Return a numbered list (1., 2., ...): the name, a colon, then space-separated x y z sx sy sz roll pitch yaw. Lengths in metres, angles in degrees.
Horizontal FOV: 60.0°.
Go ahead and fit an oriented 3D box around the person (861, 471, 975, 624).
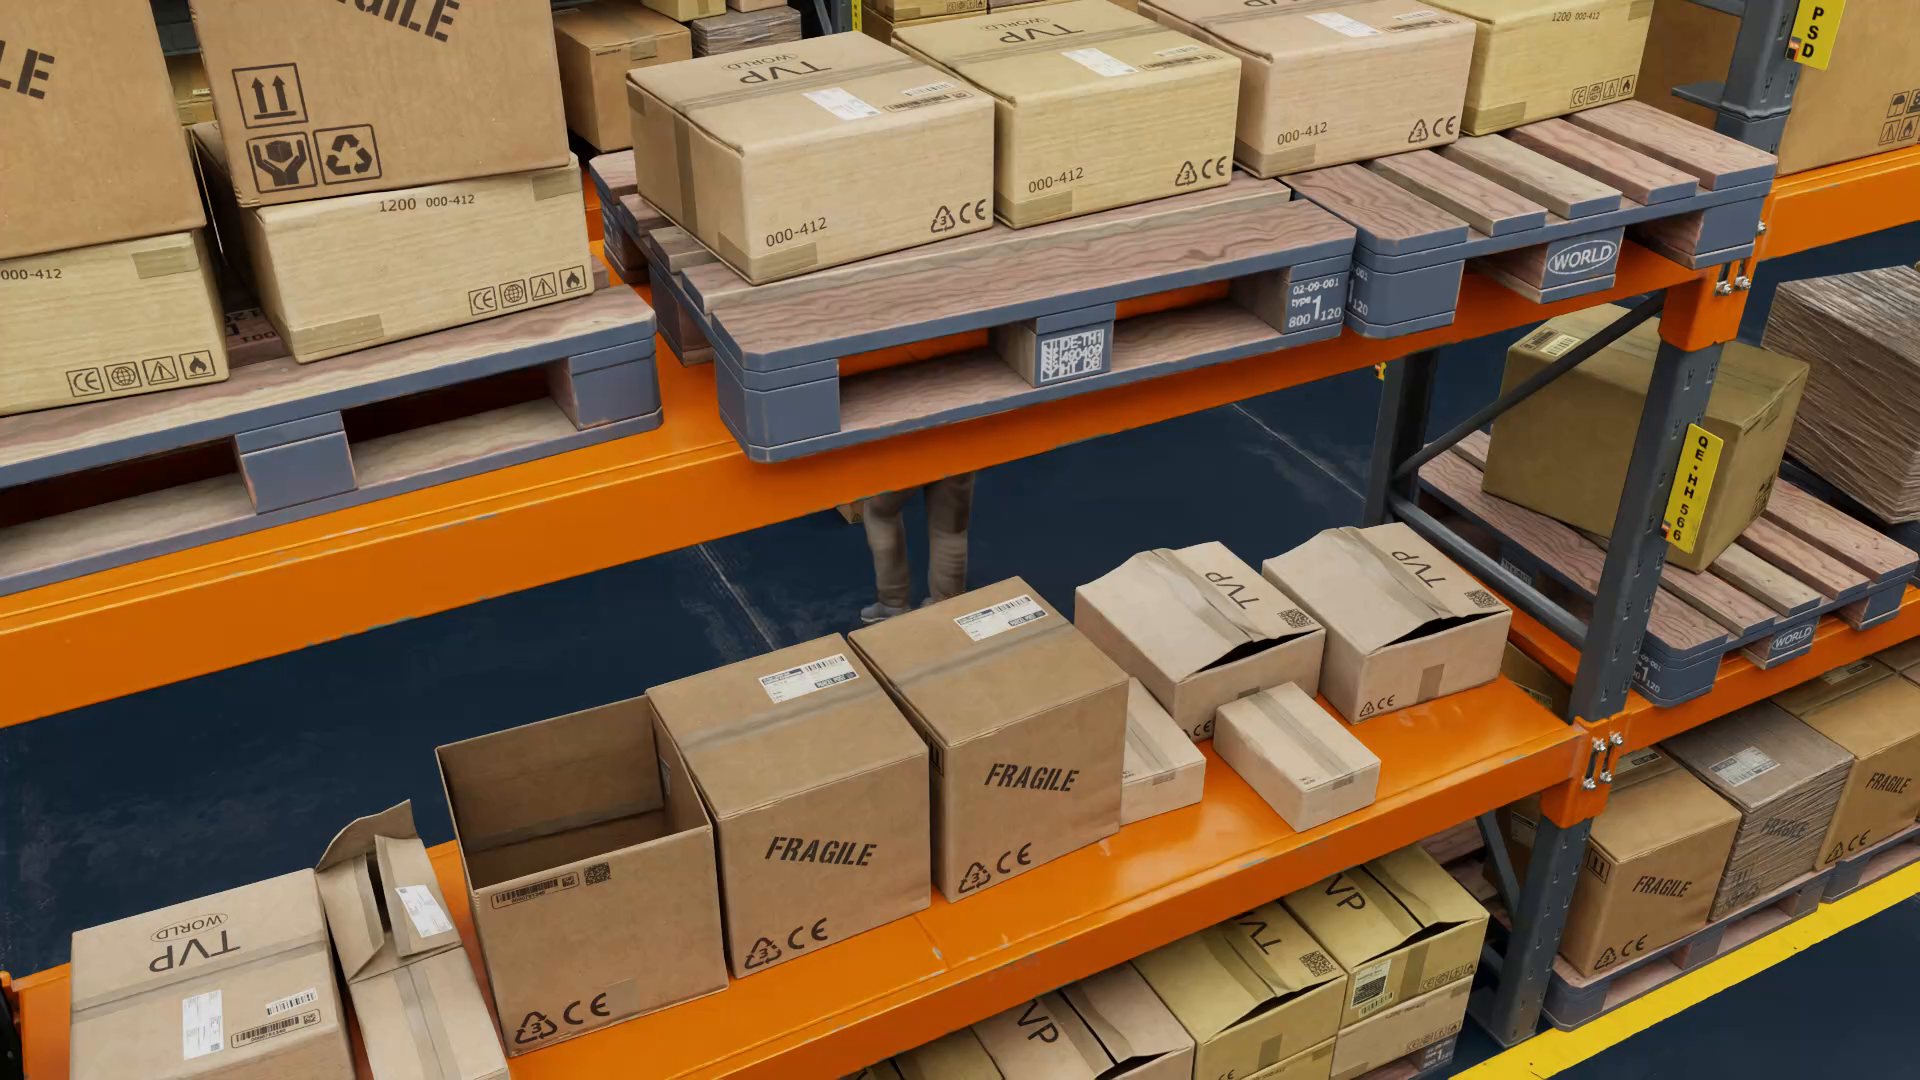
1. person: -0.132 -0.353 6.726 0.561 1.782 0.453 -11 34 -17
